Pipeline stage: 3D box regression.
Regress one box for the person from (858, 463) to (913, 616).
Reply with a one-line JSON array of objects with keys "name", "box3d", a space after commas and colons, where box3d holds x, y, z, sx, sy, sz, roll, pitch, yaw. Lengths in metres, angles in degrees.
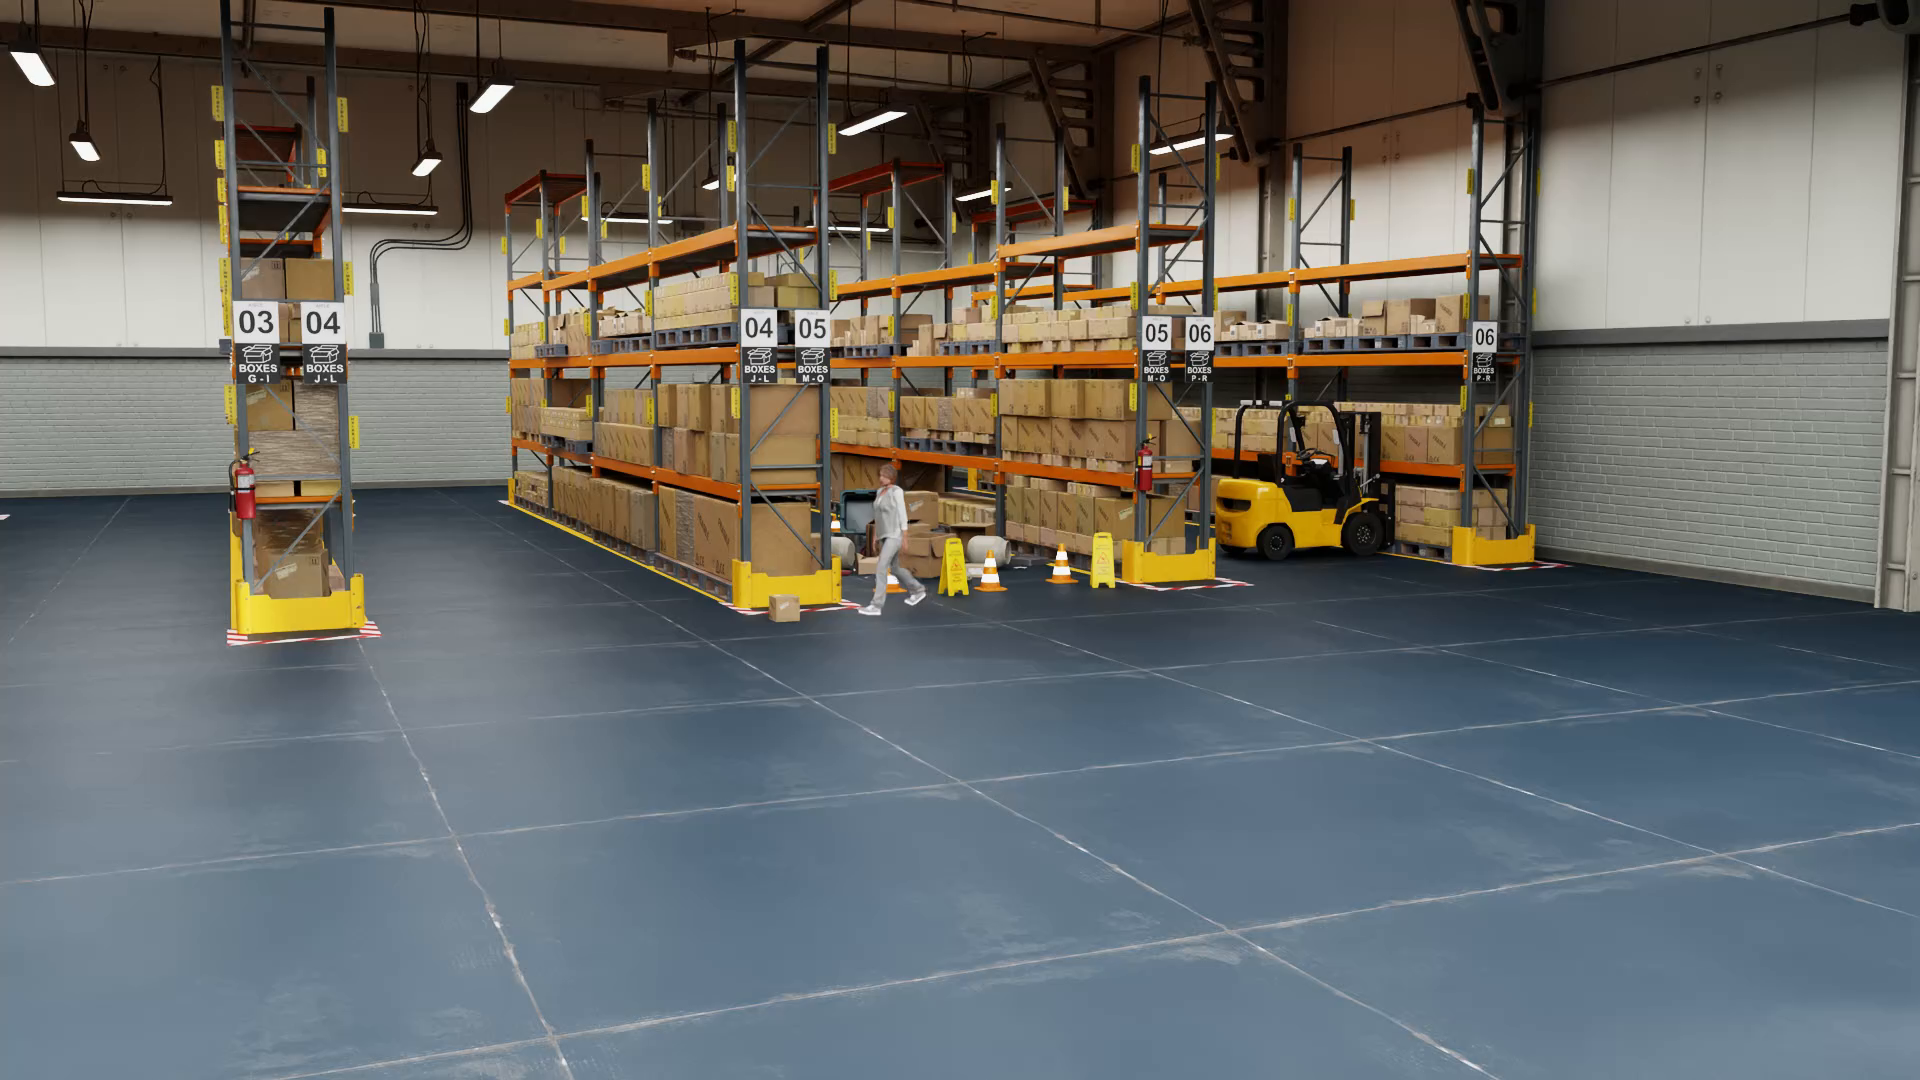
[{"name": "person", "box3d": [-0.770, -0.019, 17.288, 0.744, 1.571, 0.420, -4, 7, -33]}]
